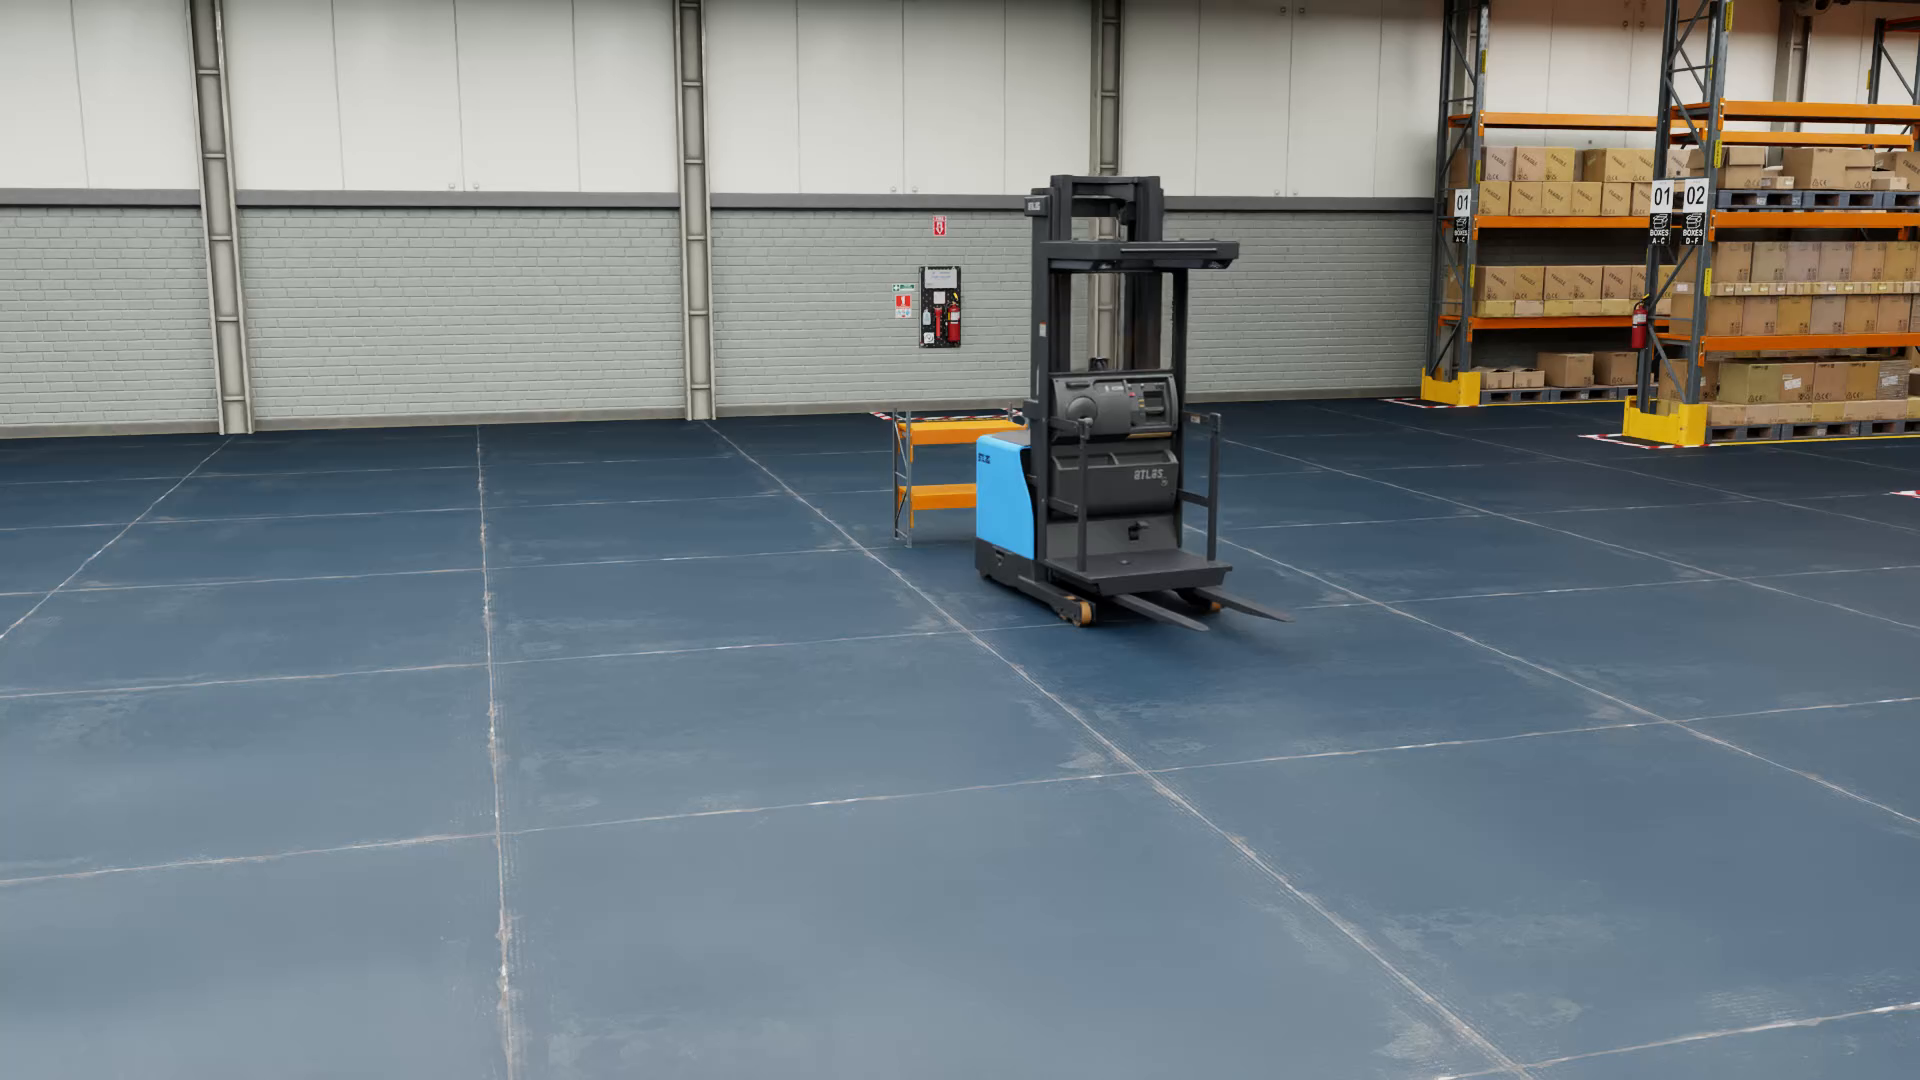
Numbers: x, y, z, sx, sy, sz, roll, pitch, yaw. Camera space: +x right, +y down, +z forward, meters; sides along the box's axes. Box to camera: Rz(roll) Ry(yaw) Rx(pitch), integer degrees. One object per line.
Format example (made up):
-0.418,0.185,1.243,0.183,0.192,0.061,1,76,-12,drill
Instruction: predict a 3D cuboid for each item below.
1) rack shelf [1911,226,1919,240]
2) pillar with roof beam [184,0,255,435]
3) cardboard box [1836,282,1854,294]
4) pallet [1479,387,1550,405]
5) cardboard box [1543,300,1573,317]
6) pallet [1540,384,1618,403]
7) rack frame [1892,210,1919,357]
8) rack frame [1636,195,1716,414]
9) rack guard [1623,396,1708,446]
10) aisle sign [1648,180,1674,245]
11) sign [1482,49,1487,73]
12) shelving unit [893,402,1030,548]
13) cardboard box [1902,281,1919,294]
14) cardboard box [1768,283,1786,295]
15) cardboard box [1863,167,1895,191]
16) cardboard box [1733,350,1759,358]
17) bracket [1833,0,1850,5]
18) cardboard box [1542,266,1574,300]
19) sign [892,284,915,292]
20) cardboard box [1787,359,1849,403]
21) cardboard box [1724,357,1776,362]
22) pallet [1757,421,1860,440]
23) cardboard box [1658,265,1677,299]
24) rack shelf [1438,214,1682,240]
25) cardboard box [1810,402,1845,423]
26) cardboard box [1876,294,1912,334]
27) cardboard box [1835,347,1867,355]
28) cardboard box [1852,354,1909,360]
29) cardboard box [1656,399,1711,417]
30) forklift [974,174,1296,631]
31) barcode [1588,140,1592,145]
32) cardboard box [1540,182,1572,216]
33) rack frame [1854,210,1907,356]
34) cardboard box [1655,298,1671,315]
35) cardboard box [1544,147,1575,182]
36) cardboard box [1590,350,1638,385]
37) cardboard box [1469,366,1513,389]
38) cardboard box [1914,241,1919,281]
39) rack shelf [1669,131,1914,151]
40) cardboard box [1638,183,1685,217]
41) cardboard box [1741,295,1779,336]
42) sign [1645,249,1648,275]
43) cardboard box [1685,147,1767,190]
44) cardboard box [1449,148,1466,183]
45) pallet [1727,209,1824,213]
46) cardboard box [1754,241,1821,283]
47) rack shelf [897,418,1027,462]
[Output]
14.606,-4.160,22.061,4.000,0.370,1.077,-3,11,-16,rack shelf
-8.192,-5.073,16.747,0.400,9.000,9.100,-3,11,-16,pillar with roof beam
11.011,-3.177,20.949,0.250,0.149,0.380,-3,11,-14,cardboard box
8.320,-2.263,25.758,1.213,0.211,1.003,-3,11,-16,pallet
9.000,-3.555,25.431,0.500,0.250,0.500,-3,11,-17,cardboard box
9.489,-2.324,26.090,1.213,0.211,1.003,-3,11,-16,pallet
12.686,-2.937,21.717,0.127,3.000,1.000,-3,11,-16,rack frame
8.845,-2.735,20.618,0.127,3.000,1.000,-3,11,-16,rack frame
8.822,-1.504,20.838,0.348,0.500,1.175,-3,11,-16,rack guard
8.700,-4.061,20.642,0.004,0.787,0.394,-3,11,-16,aisle sign
7.609,-6.950,24.147,0.005,0.325,0.100,-3,11,-16,sign
0.006,-0.554,13.947,1.048,1.125,0.538,-3,11,-16,shelving unit
11.996,-3.229,21.232,0.250,0.149,0.380,-3,11,-18,cardboard box
10.018,-3.124,20.664,0.250,0.149,0.380,-3,11,-17,cardboard box
11.610,-4.637,21.365,0.500,0.311,0.500,-4,11,-19,cardboard box
12.482,-2.860,26.988,0.500,0.500,0.700,-3,11,-17,cardboard box
14.146,-8.765,26.863,0.430,0.232,0.235,-3,11,-16,bracket
8.975,-3.921,25.348,0.500,0.500,0.500,-3,11,-18,cardboard box
-0.810,-3.626,23.898,0.331,0.109,0.001,-3,11,-16,sign
10.863,-2.022,21.108,0.500,0.500,0.500,-3,11,-16,cardboard box
10.233,-2.090,21.478,0.500,0.500,0.500,-3,11,-16,cardboard box
10.737,-1.471,21.452,1.213,0.211,1.003,-3,11,-16,pallet
10.930,-4.026,25.916,0.500,0.500,0.500,-3,11,-16,cardboard box
9.377,-4.819,25.638,4.000,0.370,1.077,-3,11,-16,rack shelf
10.863,-1.653,21.177,0.500,0.250,0.500,-3,11,-16,cardboard box
11.757,-2.935,21.429,0.500,0.500,0.700,-3,11,-17,cardboard box
14.462,-2.942,27.433,0.500,0.500,0.700,-3,11,-15,cardboard box
12.153,-2.191,22.029,0.500,0.500,0.500,-3,11,-16,cardboard box
9.278,-1.668,21.255,0.500,0.250,0.500,-3,11,-16,cardboard box
1.150,-0.960,11.166,1.130,2.935,3.031,-4,11,-23,forklift
9.843,-6.212,25.974,0.075,0.075,0.001,-3,11,-16,barcode
8.871,-5.152,25.128,0.500,0.500,0.500,-2,11,-13,cardboard box
15.138,-4.001,27.494,0.127,3.000,1.000,-3,11,-16,rack frame
10.928,-3.658,25.989,0.500,0.250,0.500,-3,11,-16,cardboard box
8.880,-5.644,25.040,0.500,0.500,0.500,-3,11,-14,cardboard box
10.312,-2.726,26.257,0.500,0.500,0.500,-4,11,-20,cardboard box
8.147,-2.509,25.603,0.500,0.311,0.500,-4,11,-22,cardboard box
12.262,-3.601,21.463,0.500,0.500,0.700,-3,11,-16,cardboard box
13.218,-6.299,26.502,4.000,0.370,1.077,-3,11,-16,rack shelf
10.879,-5.264,25.739,0.500,0.500,0.500,-3,11,-14,cardboard box
9.800,-2.833,20.874,0.500,0.500,0.700,-3,11,-14,cardboard box
8.707,-3.516,21.008,0.005,0.325,0.100,-3,11,-16,sign
9.398,-4.565,20.440,0.637,0.503,0.797,-2,11,-12,cardboard box
7.798,-5.689,25.287,0.500,0.500,0.500,-3,11,-13,cardboard box
12.915,-5.247,26.497,1.003,0.211,1.213,-3,11,-16,pallet
10.335,-3.499,20.911,0.500,0.500,0.700,-3,11,-16,cardboard box
0.006,-0.841,13.894,1.000,0.278,0.538,-3,11,-16,rack shelf
